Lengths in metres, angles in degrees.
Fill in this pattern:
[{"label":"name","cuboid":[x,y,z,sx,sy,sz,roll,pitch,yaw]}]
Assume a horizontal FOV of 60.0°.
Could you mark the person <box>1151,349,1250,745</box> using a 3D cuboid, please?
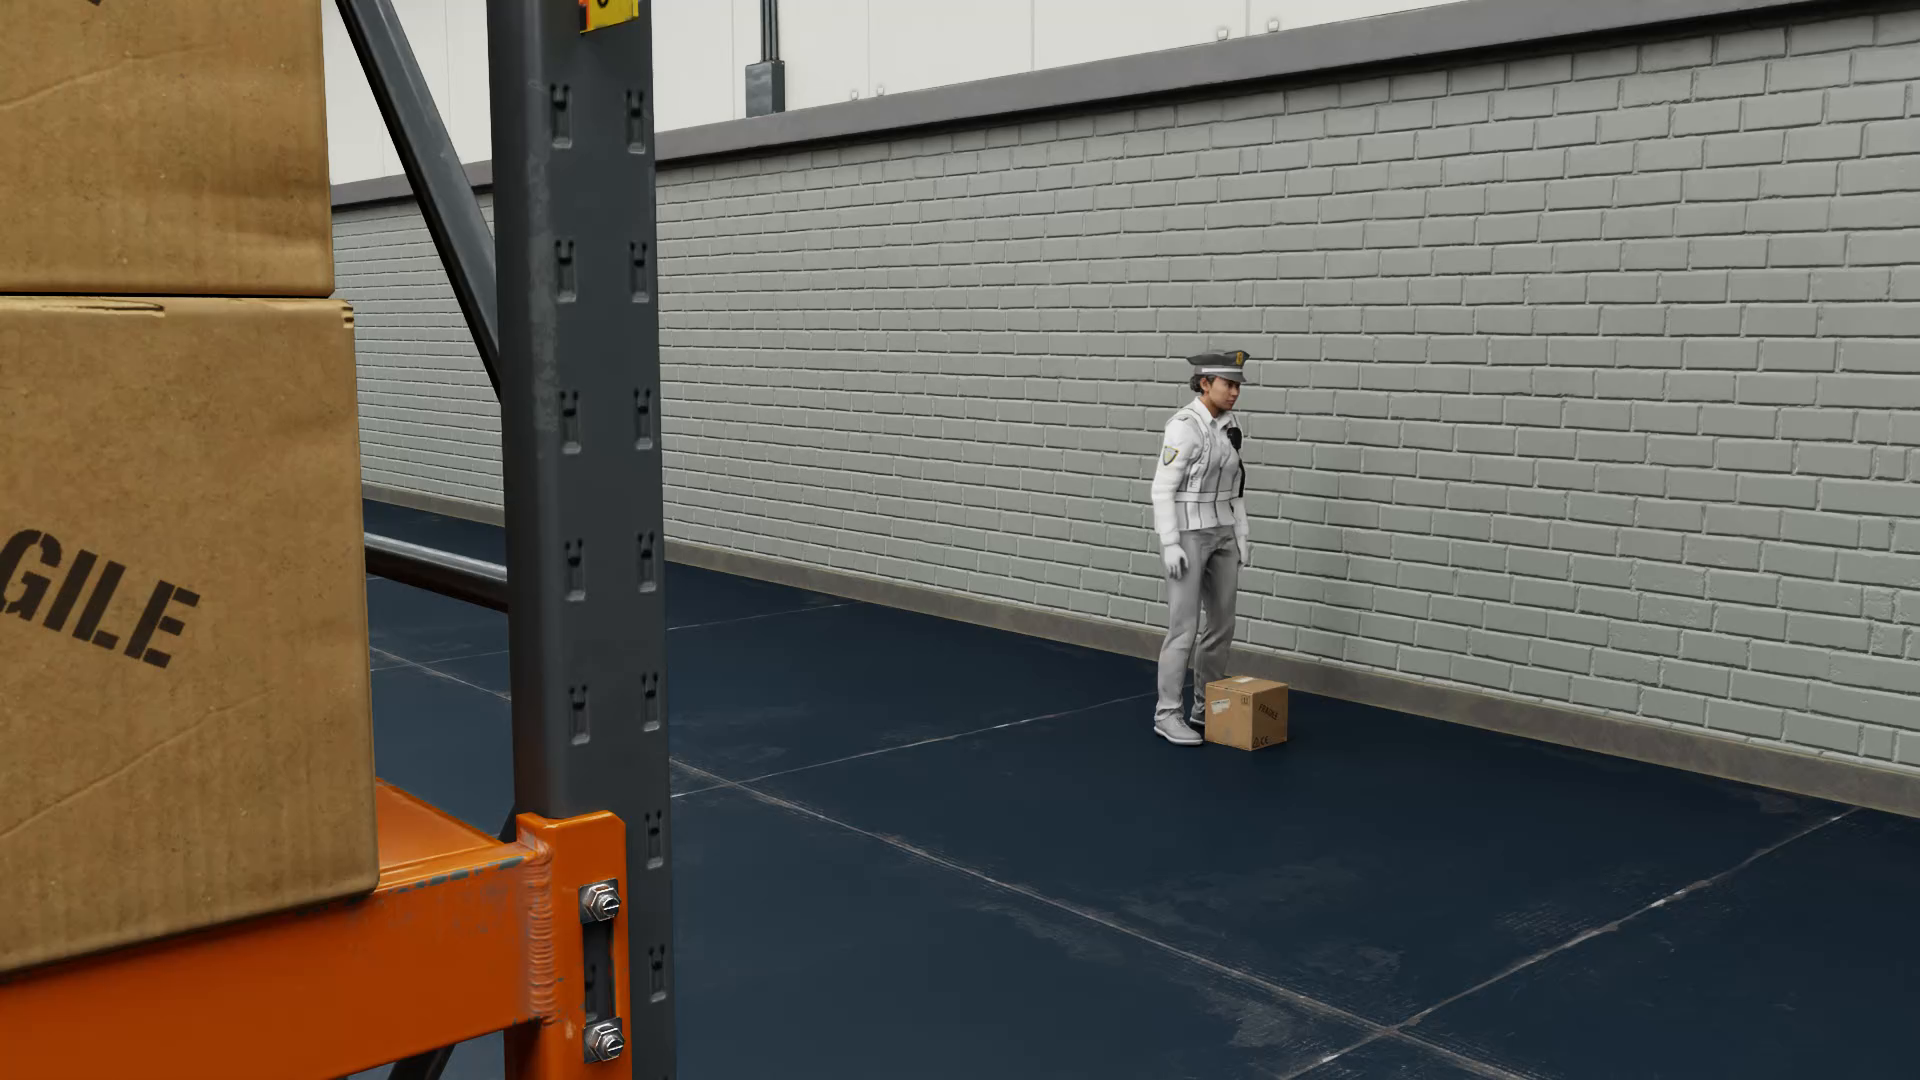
[{"label":"person","cuboid":[1.046,0.014,7.167,0.530,1.663,0.371,-6,10,-40]}]
